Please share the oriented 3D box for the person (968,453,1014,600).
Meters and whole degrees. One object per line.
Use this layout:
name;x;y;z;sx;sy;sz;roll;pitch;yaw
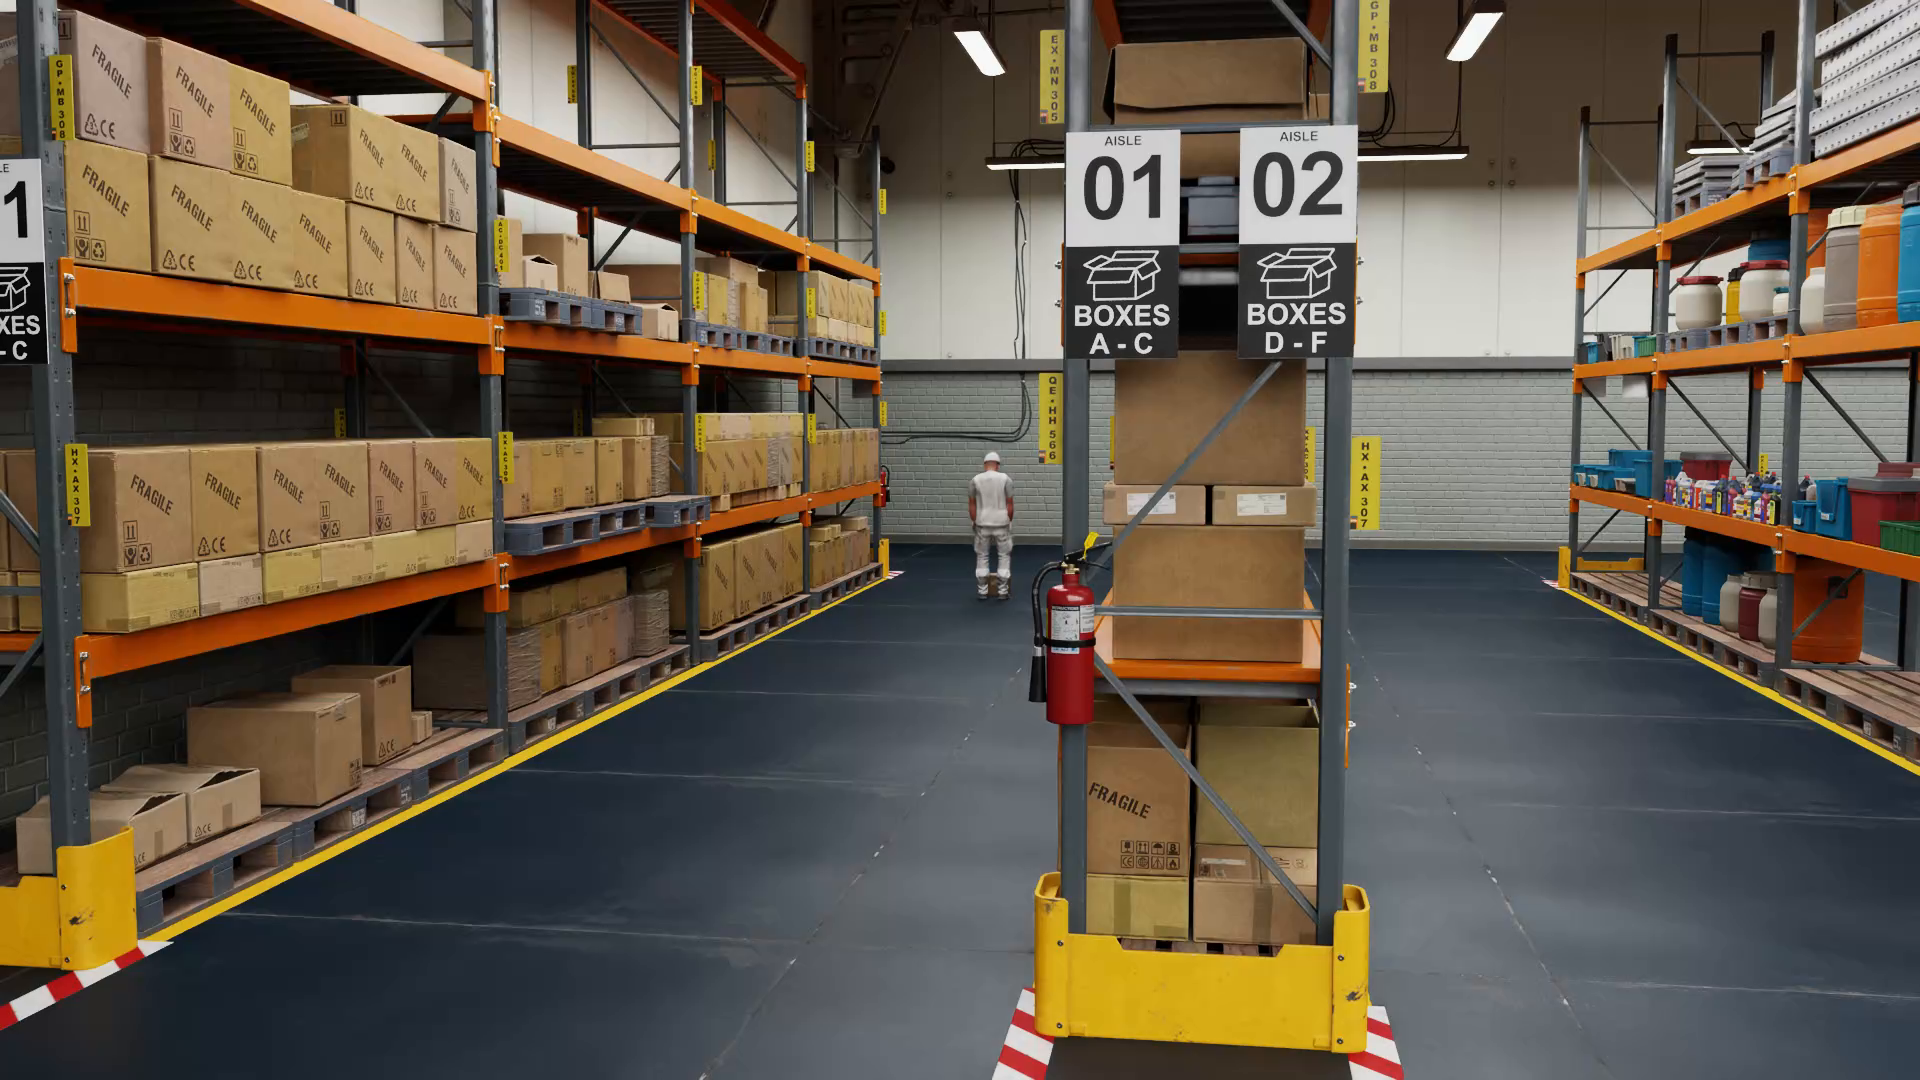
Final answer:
person;0.373;-0.166;19.774;0.541;1.744;0.443;1;4;10
